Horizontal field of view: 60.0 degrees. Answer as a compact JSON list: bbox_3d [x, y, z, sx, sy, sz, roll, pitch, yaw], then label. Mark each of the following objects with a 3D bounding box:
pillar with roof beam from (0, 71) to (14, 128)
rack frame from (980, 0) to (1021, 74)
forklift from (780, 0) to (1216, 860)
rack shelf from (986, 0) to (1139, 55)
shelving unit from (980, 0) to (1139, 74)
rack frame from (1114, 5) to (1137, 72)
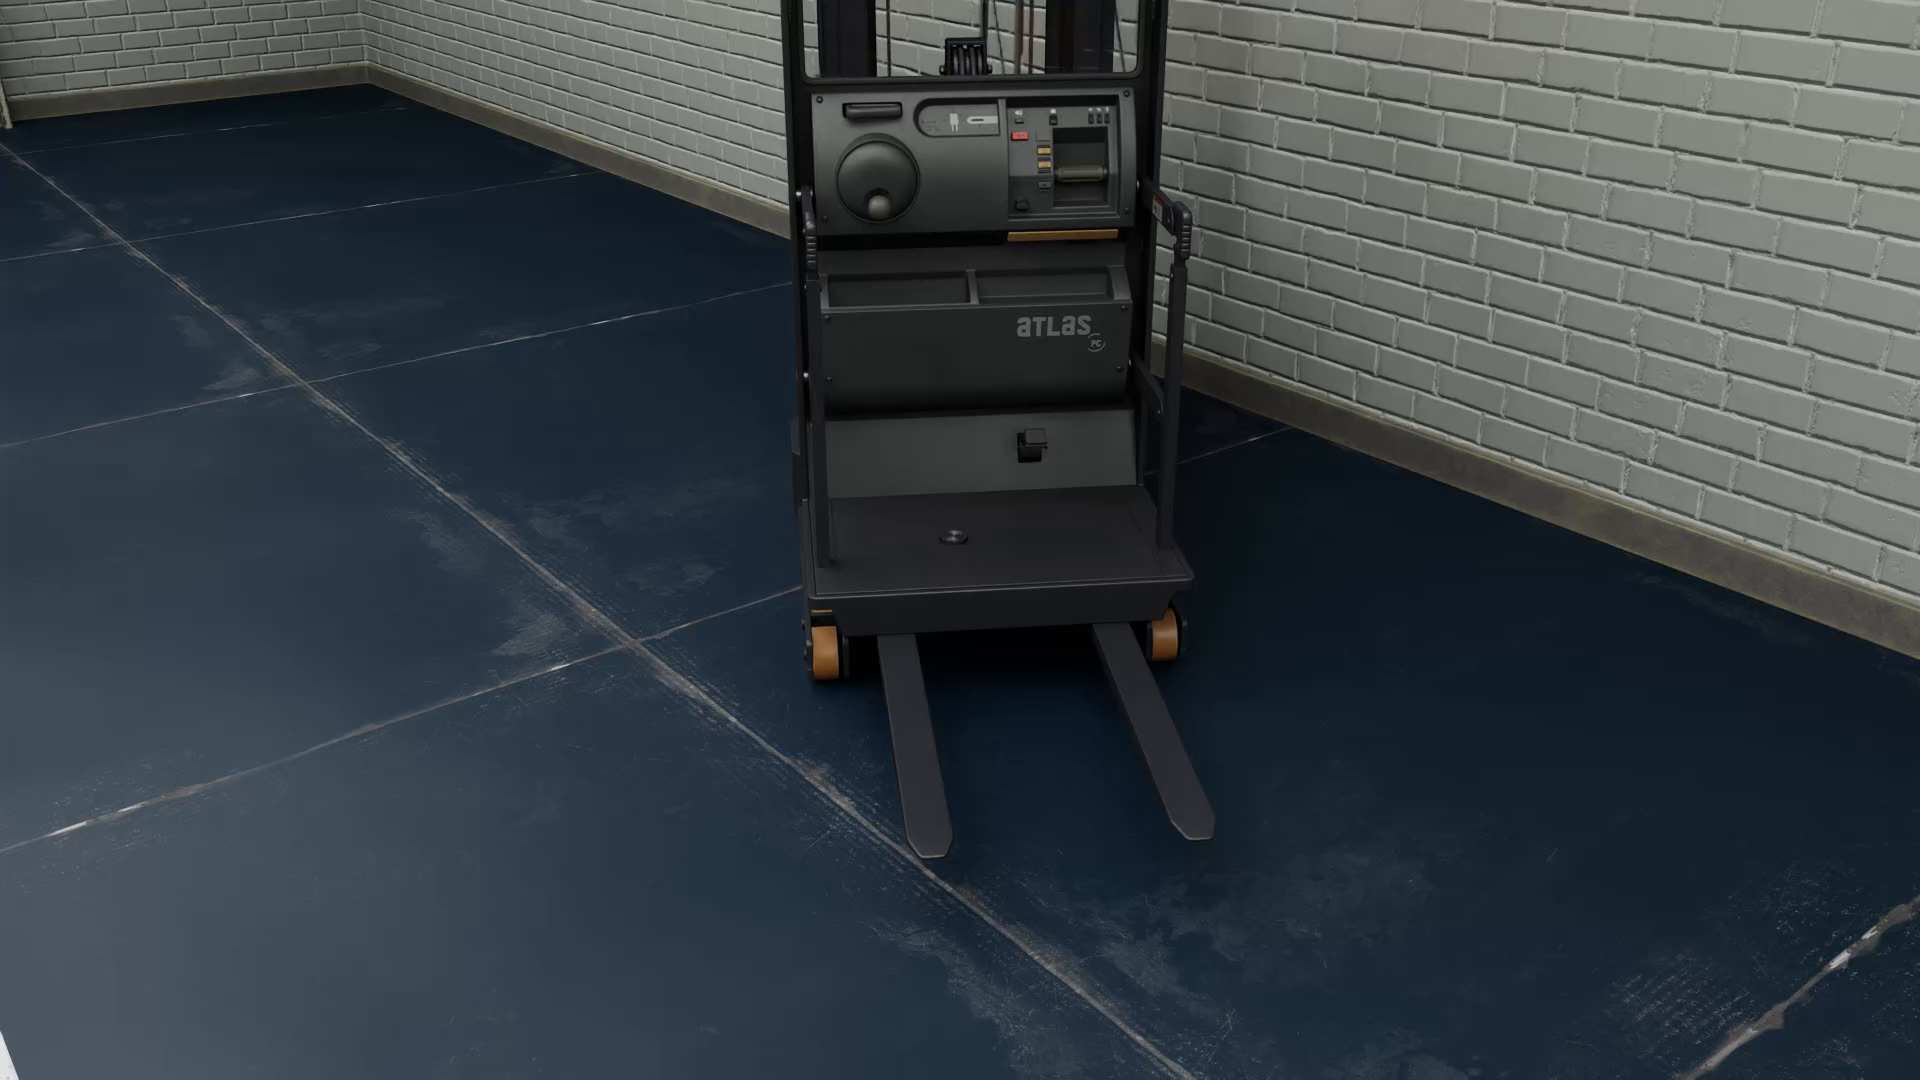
[{"bbox_3d":[-4.621,-5.717,7.380,0.400,9.000,9.100,-18,31,-34],"label":"pillar with roof beam"},{"bbox_3d":[0.148,-1.454,6.388,0.015,2.100,0.400,-8,26,-18],"label":"rack frame"},{"bbox_3d":[0.070,-1.069,4.572,1.130,2.935,3.031,-3,25,-6],"label":"forklift"},{"bbox_3d":[0.379,-2.110,6.173,0.480,0.518,0.431,-8,26,-18],"label":"rack shelf"},{"bbox_3d":[0.379,-1.488,6.462,0.503,2.100,0.431,-8,26,-18],"label":"shelving unit"},{"bbox_3d":[0.609,-1.522,6.535,0.015,2.100,0.400,-8,26,-18],"label":"rack frame"}]
